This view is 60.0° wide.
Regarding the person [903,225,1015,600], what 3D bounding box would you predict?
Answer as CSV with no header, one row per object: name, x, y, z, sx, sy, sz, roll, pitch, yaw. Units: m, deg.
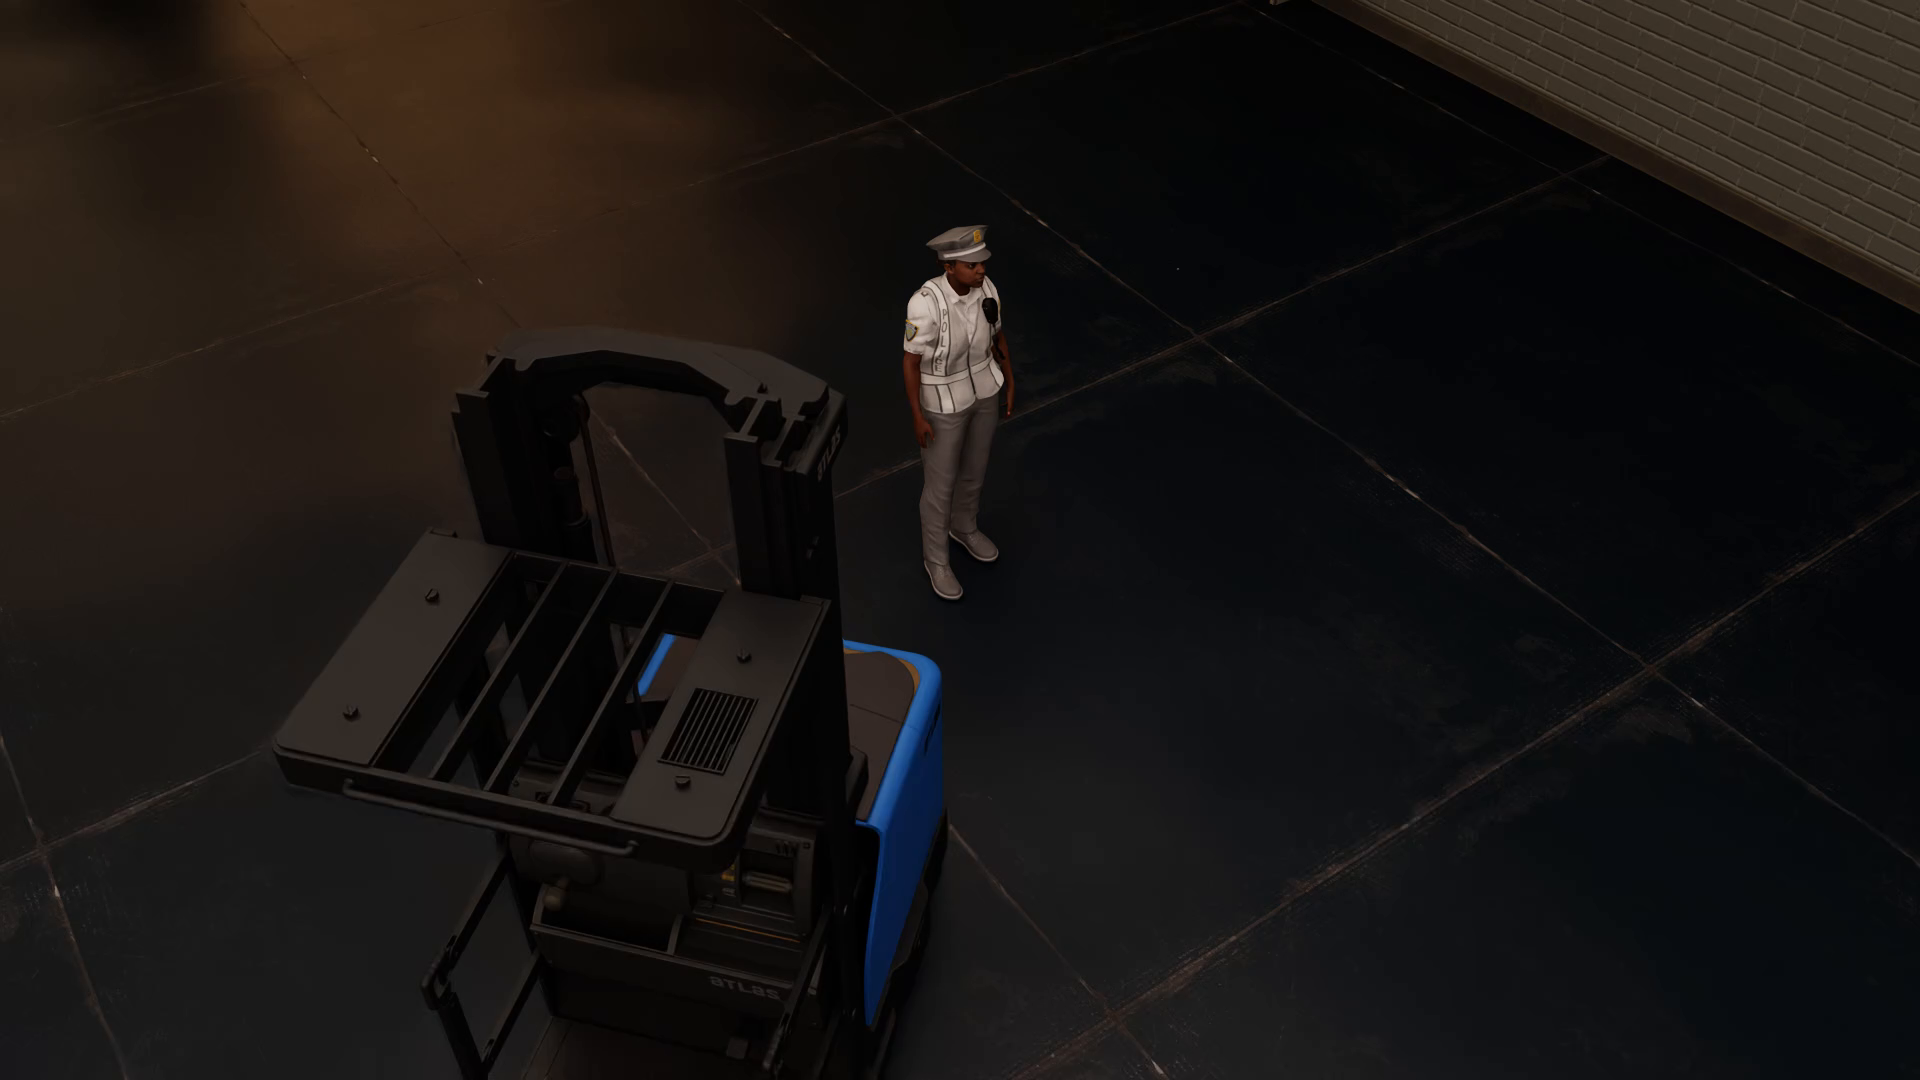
person,0.026,-0.578,7.247,0.570,1.692,0.530,-25,48,-25

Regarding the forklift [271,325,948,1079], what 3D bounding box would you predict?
forklift,-0.912,1.010,4.619,1.130,2.935,3.031,10,44,11
